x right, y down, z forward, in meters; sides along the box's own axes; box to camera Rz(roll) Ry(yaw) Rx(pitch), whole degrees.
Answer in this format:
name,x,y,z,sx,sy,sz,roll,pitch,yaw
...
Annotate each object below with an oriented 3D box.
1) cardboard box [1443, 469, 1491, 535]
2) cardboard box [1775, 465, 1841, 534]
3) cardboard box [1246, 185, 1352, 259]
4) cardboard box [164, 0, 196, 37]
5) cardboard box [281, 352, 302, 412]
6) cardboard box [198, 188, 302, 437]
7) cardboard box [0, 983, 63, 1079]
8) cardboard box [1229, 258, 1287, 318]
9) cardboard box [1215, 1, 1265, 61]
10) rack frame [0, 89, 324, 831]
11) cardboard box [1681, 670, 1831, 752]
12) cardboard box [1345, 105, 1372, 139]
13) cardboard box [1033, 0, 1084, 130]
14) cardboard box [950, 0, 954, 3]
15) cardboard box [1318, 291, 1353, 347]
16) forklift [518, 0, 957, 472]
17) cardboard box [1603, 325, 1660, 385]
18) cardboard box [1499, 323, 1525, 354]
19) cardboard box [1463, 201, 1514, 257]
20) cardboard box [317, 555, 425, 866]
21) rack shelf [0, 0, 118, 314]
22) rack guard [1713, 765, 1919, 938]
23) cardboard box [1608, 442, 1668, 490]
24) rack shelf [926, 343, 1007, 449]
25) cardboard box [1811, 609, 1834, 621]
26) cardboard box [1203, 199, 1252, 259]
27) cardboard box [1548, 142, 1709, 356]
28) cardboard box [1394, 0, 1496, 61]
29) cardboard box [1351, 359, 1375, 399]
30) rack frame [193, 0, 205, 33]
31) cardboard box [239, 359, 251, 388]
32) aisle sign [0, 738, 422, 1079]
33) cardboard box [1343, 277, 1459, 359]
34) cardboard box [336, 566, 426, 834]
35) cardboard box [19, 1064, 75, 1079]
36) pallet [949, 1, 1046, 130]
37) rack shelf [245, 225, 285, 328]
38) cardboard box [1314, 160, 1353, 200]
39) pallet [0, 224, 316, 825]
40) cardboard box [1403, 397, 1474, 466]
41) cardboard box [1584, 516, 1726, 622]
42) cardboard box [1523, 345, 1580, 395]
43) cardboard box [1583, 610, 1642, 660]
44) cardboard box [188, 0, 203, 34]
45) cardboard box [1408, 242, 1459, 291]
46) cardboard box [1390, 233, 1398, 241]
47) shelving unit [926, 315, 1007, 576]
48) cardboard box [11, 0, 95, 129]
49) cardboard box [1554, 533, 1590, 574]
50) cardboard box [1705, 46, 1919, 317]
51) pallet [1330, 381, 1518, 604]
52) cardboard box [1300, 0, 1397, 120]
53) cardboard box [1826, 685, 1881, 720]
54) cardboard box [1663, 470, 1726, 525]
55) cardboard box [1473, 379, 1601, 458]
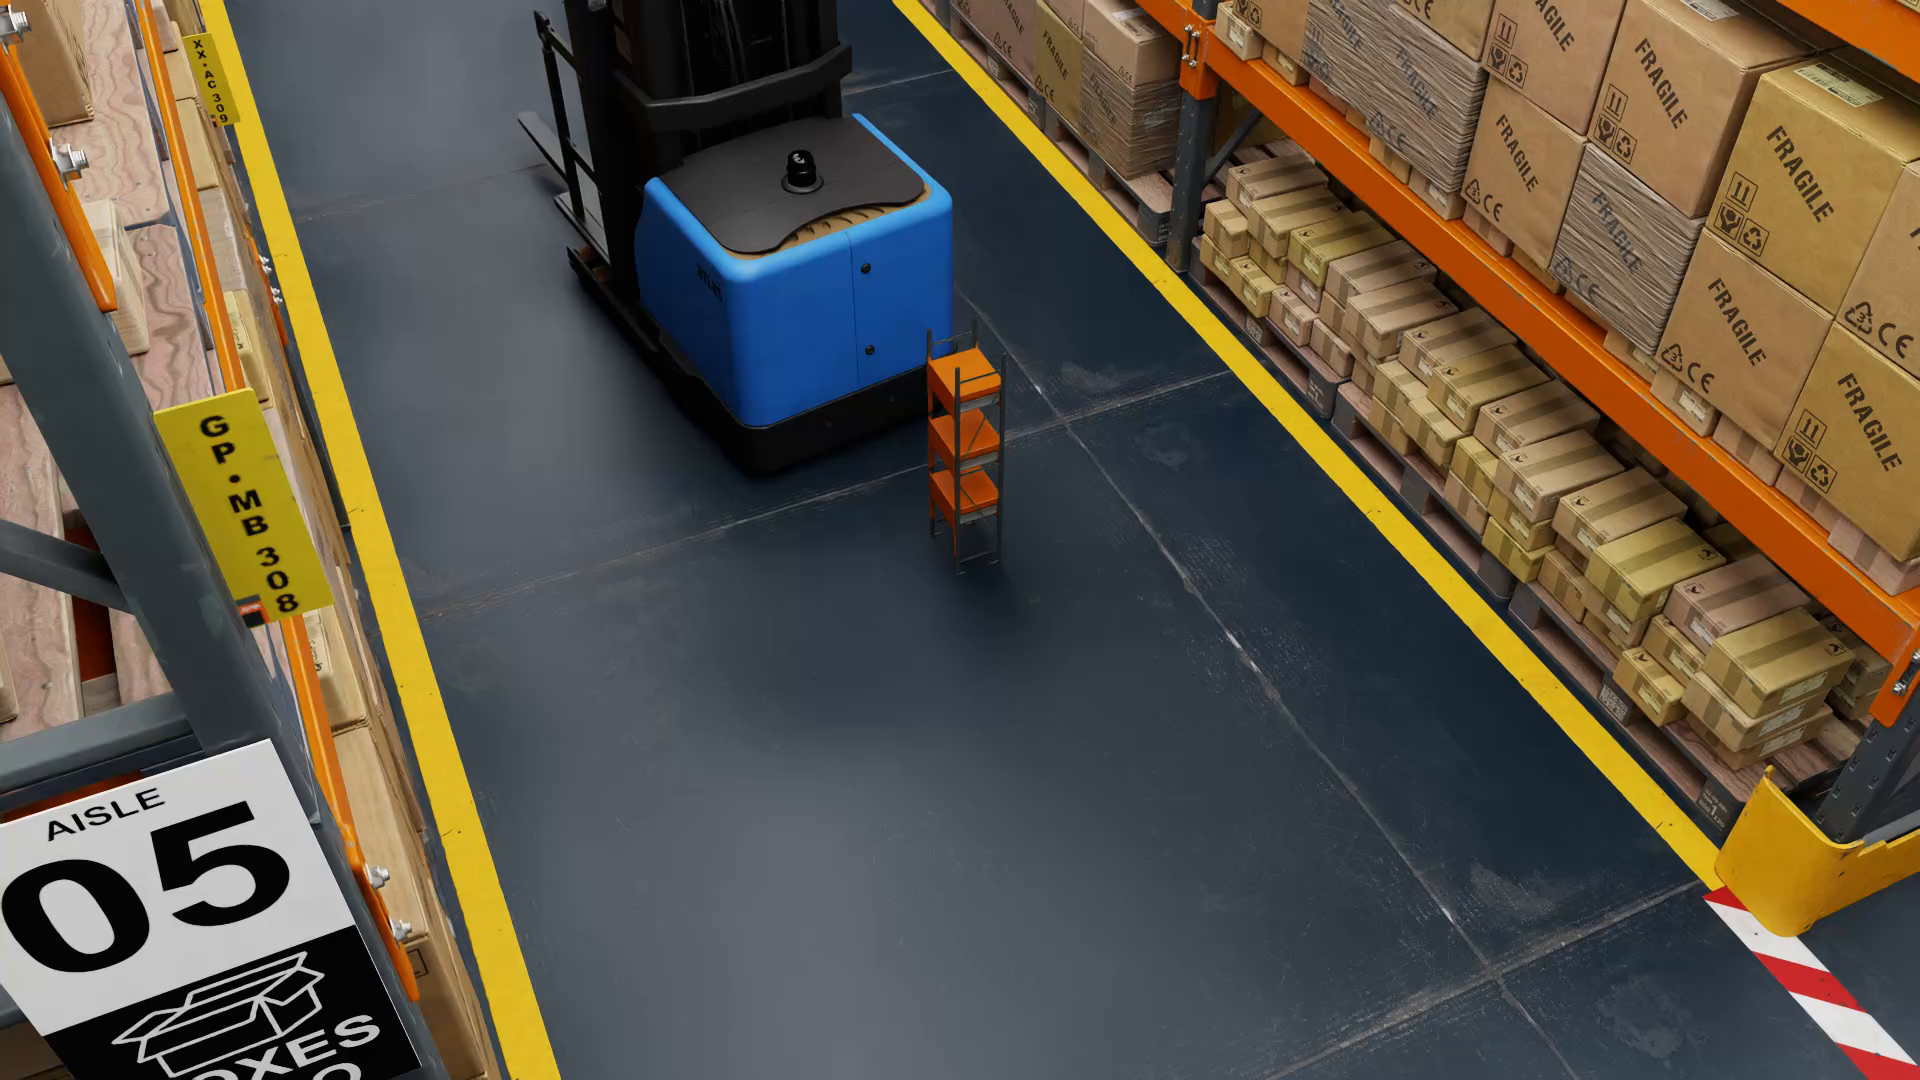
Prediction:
name,x,y,z,sx,sy,sz,roll,pitch,yaw
cardboard box,2.142,-0.201,6.549,0.380,0.149,0.250,-17,47,-17
cardboard box,2.698,-0.191,4.987,0.380,0.149,0.250,-18,47,-17
cardboard box,1.499,-1.409,7.349,0.380,0.149,0.250,-16,47,-15
cardboard box,-2.893,-1.767,5.622,0.500,0.500,0.500,-18,47,-17
cardboard box,-2.321,-0.499,5.049,0.500,0.500,0.500,-19,48,-18
cardboard box,-2.091,-0.535,4.373,0.500,0.500,0.500,-17,47,-17
cardboard box,-1.620,0.747,2.612,0.380,0.149,0.250,-17,47,-17
cardboard box,1.453,-1.174,7.535,0.380,0.149,0.250,-17,47,-16
cardboard box,1.302,-2.169,6.992,0.380,0.149,0.250,-16,47,-16
rack frame,-1.287,-0.596,0.947,1.000,3.000,0.127,-18,47,-17
cardboard box,2.681,0.520,5.606,0.380,0.149,0.250,-19,48,-18
cardboard box,1.747,-1.698,6.514,0.380,0.149,0.250,-20,48,-19
cardboard box,0.725,-2.520,8.649,0.500,0.500,0.500,-19,48,-18
cardboard box,0.078,-3.499,9.642,0.500,0.500,0.500,-17,47,-17
cardboard box,1.776,-0.999,7.146,0.380,0.149,0.250,-20,48,-19
forklift,-1.223,-2.341,7.035,1.130,2.935,3.031,-24,49,-22
cardboard box,2.366,-0.679,5.482,0.380,0.149,0.250,-20,48,-19
cardboard box,2.390,-0.813,6.958,0.380,0.149,0.250,-20,48,-19
cardboard box,2.055,-1.187,5.997,0.380,0.149,0.250,-16,47,-16
cardboard box,-1.454,0.431,3.395,0.500,0.500,0.500,-19,48,-18
rack shelf,-2.128,-1.472,2.632,1.077,0.370,4.000,-18,47,-17
rack guard,3.130,0.854,5.528,1.175,0.500,0.348,-18,47,-17
cardboard box,2.720,-0.295,6.432,0.380,0.149,0.250,-20,48,-19
rack shelf,0.022,-0.534,6.155,0.215,0.259,0.240,-18,47,-17
cardboard box,3.110,0.172,5.959,0.380,0.149,0.250,-18,47,-18
cardboard box,1.342,-1.451,7.604,0.380,0.149,0.250,-16,47,-16
cardboard box,2.305,-0.989,5.334,0.500,0.500,0.500,-18,47,-17
cardboard box,1.864,-2.018,5.665,0.500,0.500,0.500,-17,47,-17
cardboard box,1.902,-0.723,7.078,0.380,0.149,0.250,-20,48,-19
rack frame,-4.651,-3.559,8.221,1.000,3.000,0.127,-18,47,-17
cardboard box,-1.717,-0.222,3.595,0.380,0.149,0.250,-18,47,-17
aisle sign,-0.994,0.574,2.182,0.394,0.787,0.004,-18,47,-17
cardboard box,1.813,-0.916,6.850,0.380,0.149,0.250,-17,47,-17
cardboard box,-1.664,0.469,4.067,0.500,0.500,0.500,-18,47,-18
cardboard box,-1.706,0.911,2.908,0.500,0.500,0.500,-17,47,-16
pallet,0.634,-2.818,9.455,1.003,0.211,1.213,-18,47,-17
rack shelf,-3.810,-2.028,7.182,1.077,0.370,4.000,-18,47,-17
cardboard box,1.866,-1.733,7.678,0.380,0.149,0.250,-17,47,-16
pallet,-1.608,0.033,2.508,1.003,0.211,1.213,-18,47,-17
cardboard box,1.999,-0.473,6.612,0.380,0.149,0.250,-18,47,-17
cardboard box,2.431,0.099,5.821,0.380,0.149,0.250,-19,48,-18
cardboard box,2.486,-0.732,6.664,0.380,0.149,0.250,-18,47,-17
cardboard box,2.518,0.277,6.065,0.380,0.149,0.250,-18,47,-18
cardboard box,-3.536,-2.297,7.049,0.500,0.250,0.500,-19,48,-18
cardboard box,2.159,-1.237,7.175,0.380,0.149,0.250,-17,47,-16
cardboard box,2.154,-1.335,7.487,0.380,0.149,0.250,-20,48,-19
shelving unit,0.022,-0.340,6.347,0.215,1.050,0.252,-18,47,-17
cardboard box,-1.999,-1.078,3.130,0.500,0.500,0.500,-17,47,-17
cardboard box,2.441,-0.012,6.145,0.380,0.149,0.250,-19,48,-18
cardboard box,2.531,-1.025,4.659,0.500,0.500,0.500,-20,48,-19
pallet,2.311,-0.347,6.952,1.003,0.211,1.213,-18,47,-17
cardboard box,1.674,-1.974,6.332,0.500,0.500,0.500,-18,47,-17
cardboard box,3.232,0.450,5.889,0.380,0.149,0.250,-17,47,-17
cardboard box,2.855,-0.240,6.165,0.380,0.149,0.250,-20,48,-19
cardboard box,2.206,-0.440,6.367,0.380,0.149,0.250,-20,48,-19
